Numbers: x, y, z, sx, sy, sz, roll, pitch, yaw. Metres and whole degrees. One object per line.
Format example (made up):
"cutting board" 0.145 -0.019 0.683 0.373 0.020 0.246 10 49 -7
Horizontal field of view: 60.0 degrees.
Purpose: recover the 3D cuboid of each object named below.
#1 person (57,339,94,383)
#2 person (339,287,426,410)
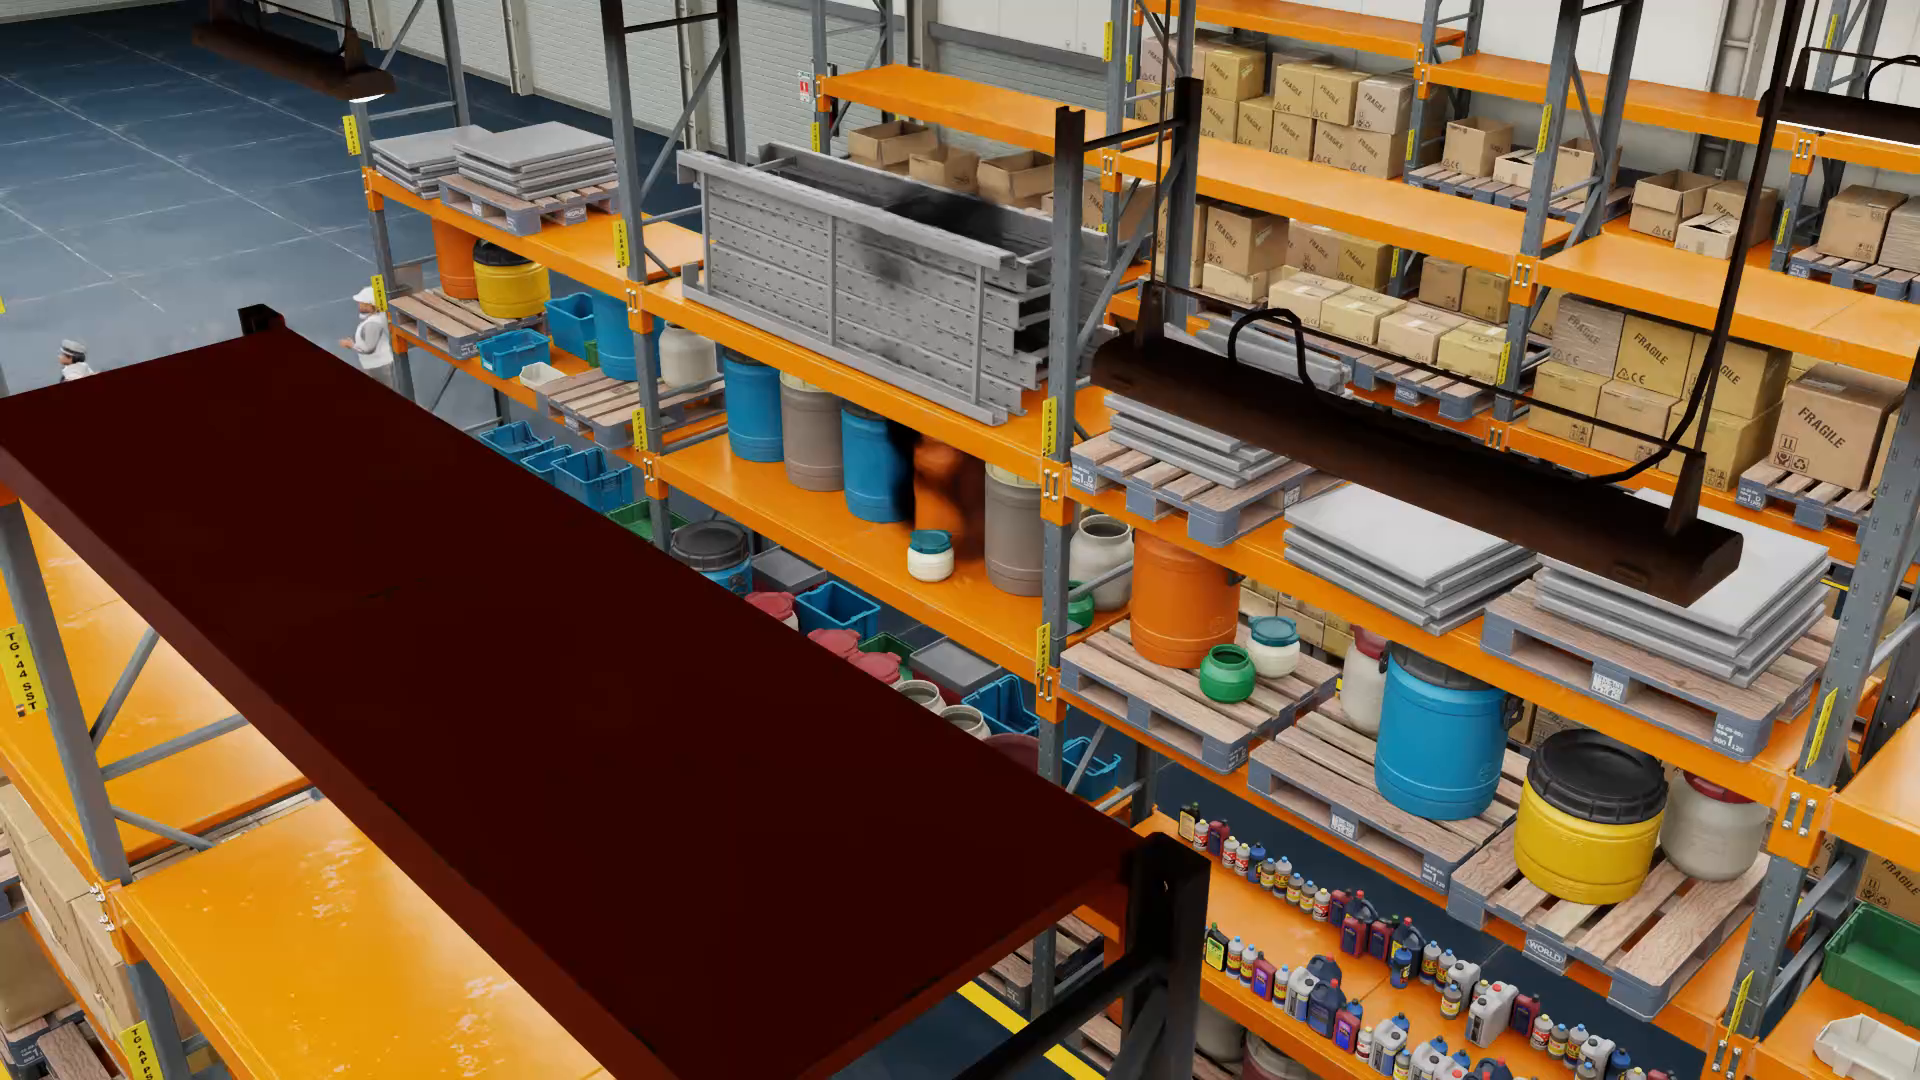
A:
"person" -9.258 -1.354 17.633 0.698 1.653 0.612 -9 30 -17
"person" -6.514 -2.018 18.607 0.942 1.687 0.658 -7 29 -13
